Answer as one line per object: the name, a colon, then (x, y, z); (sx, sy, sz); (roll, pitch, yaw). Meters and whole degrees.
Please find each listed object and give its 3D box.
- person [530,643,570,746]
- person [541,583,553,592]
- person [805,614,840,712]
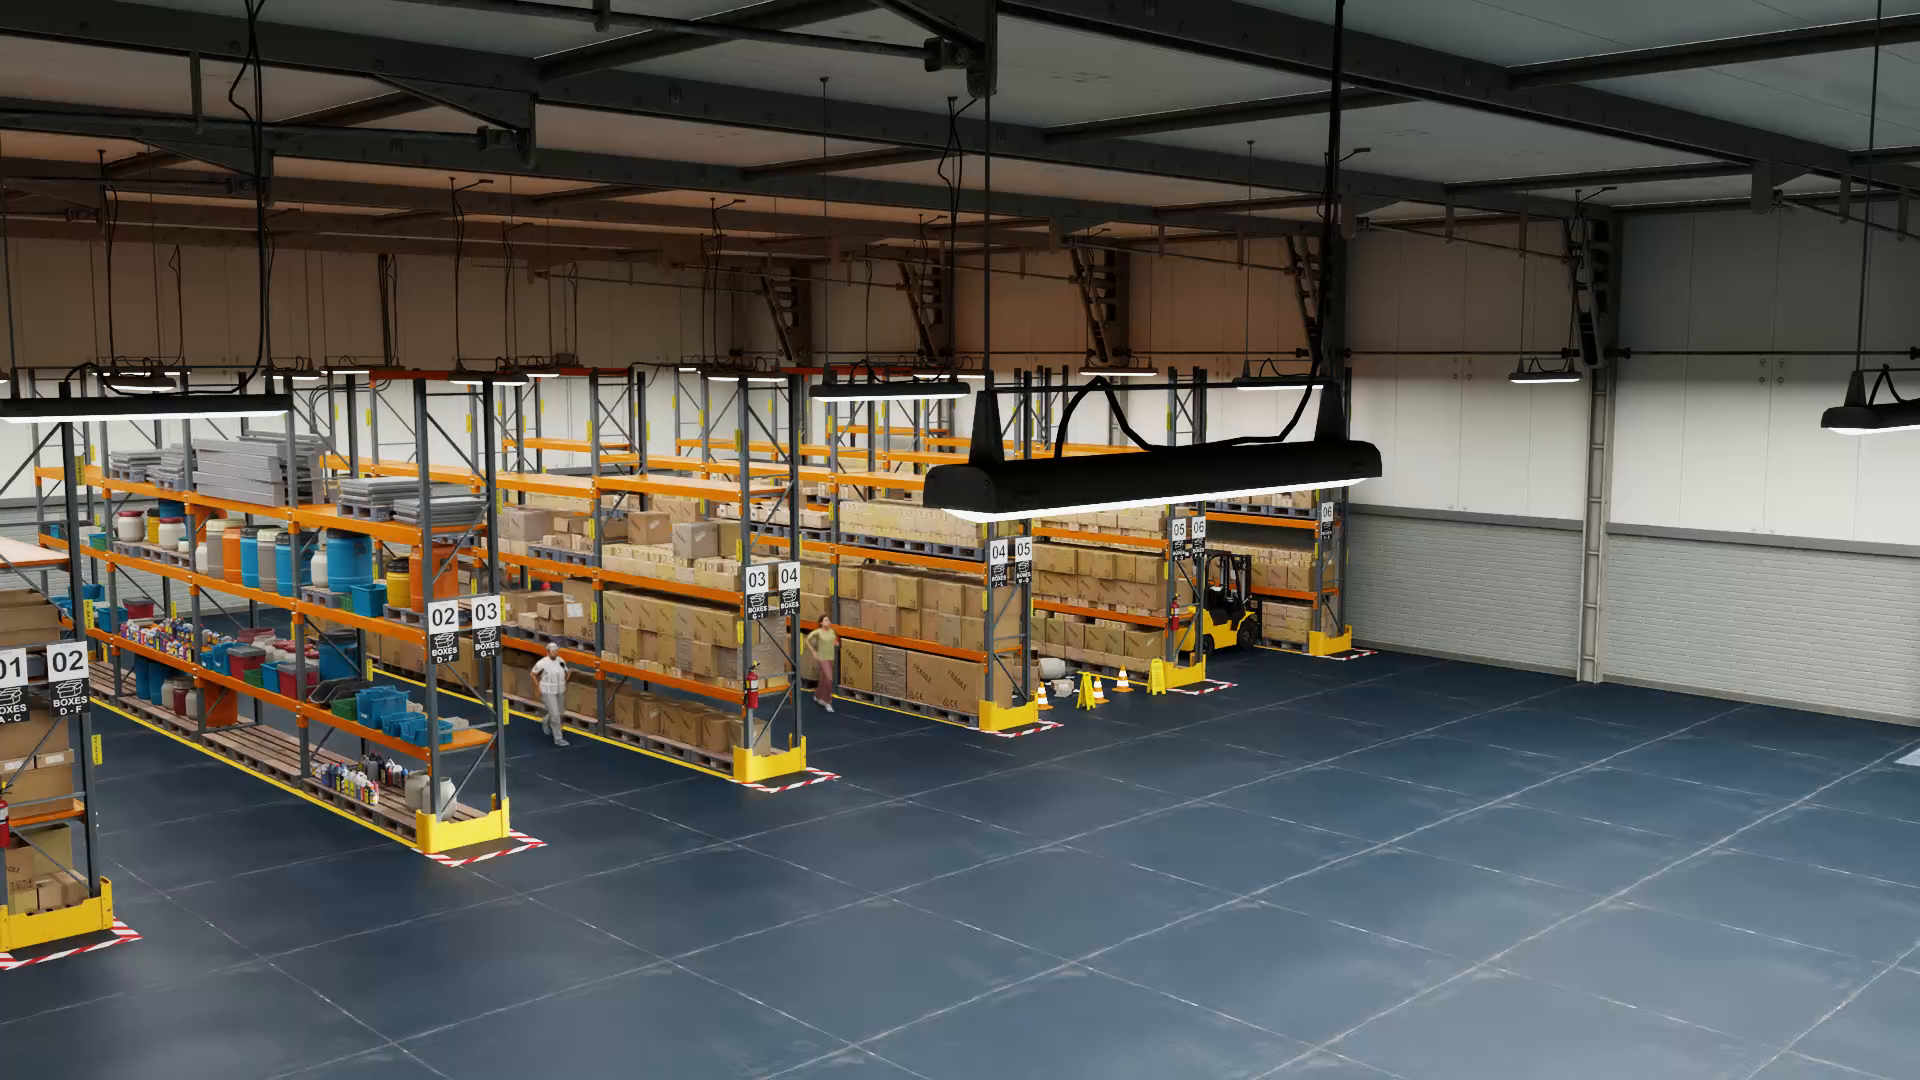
person: (-6.611, 2.468, 26.922); (0.855, 1.644, 0.610); (6, 9, 42)
person: (-8.187, 1.727, 33.027); (0.914, 1.765, 0.669); (6, 9, 42)
person: (-2.411, 2.171, 29.586); (0.688, 1.726, 0.561); (6, 9, 44)
